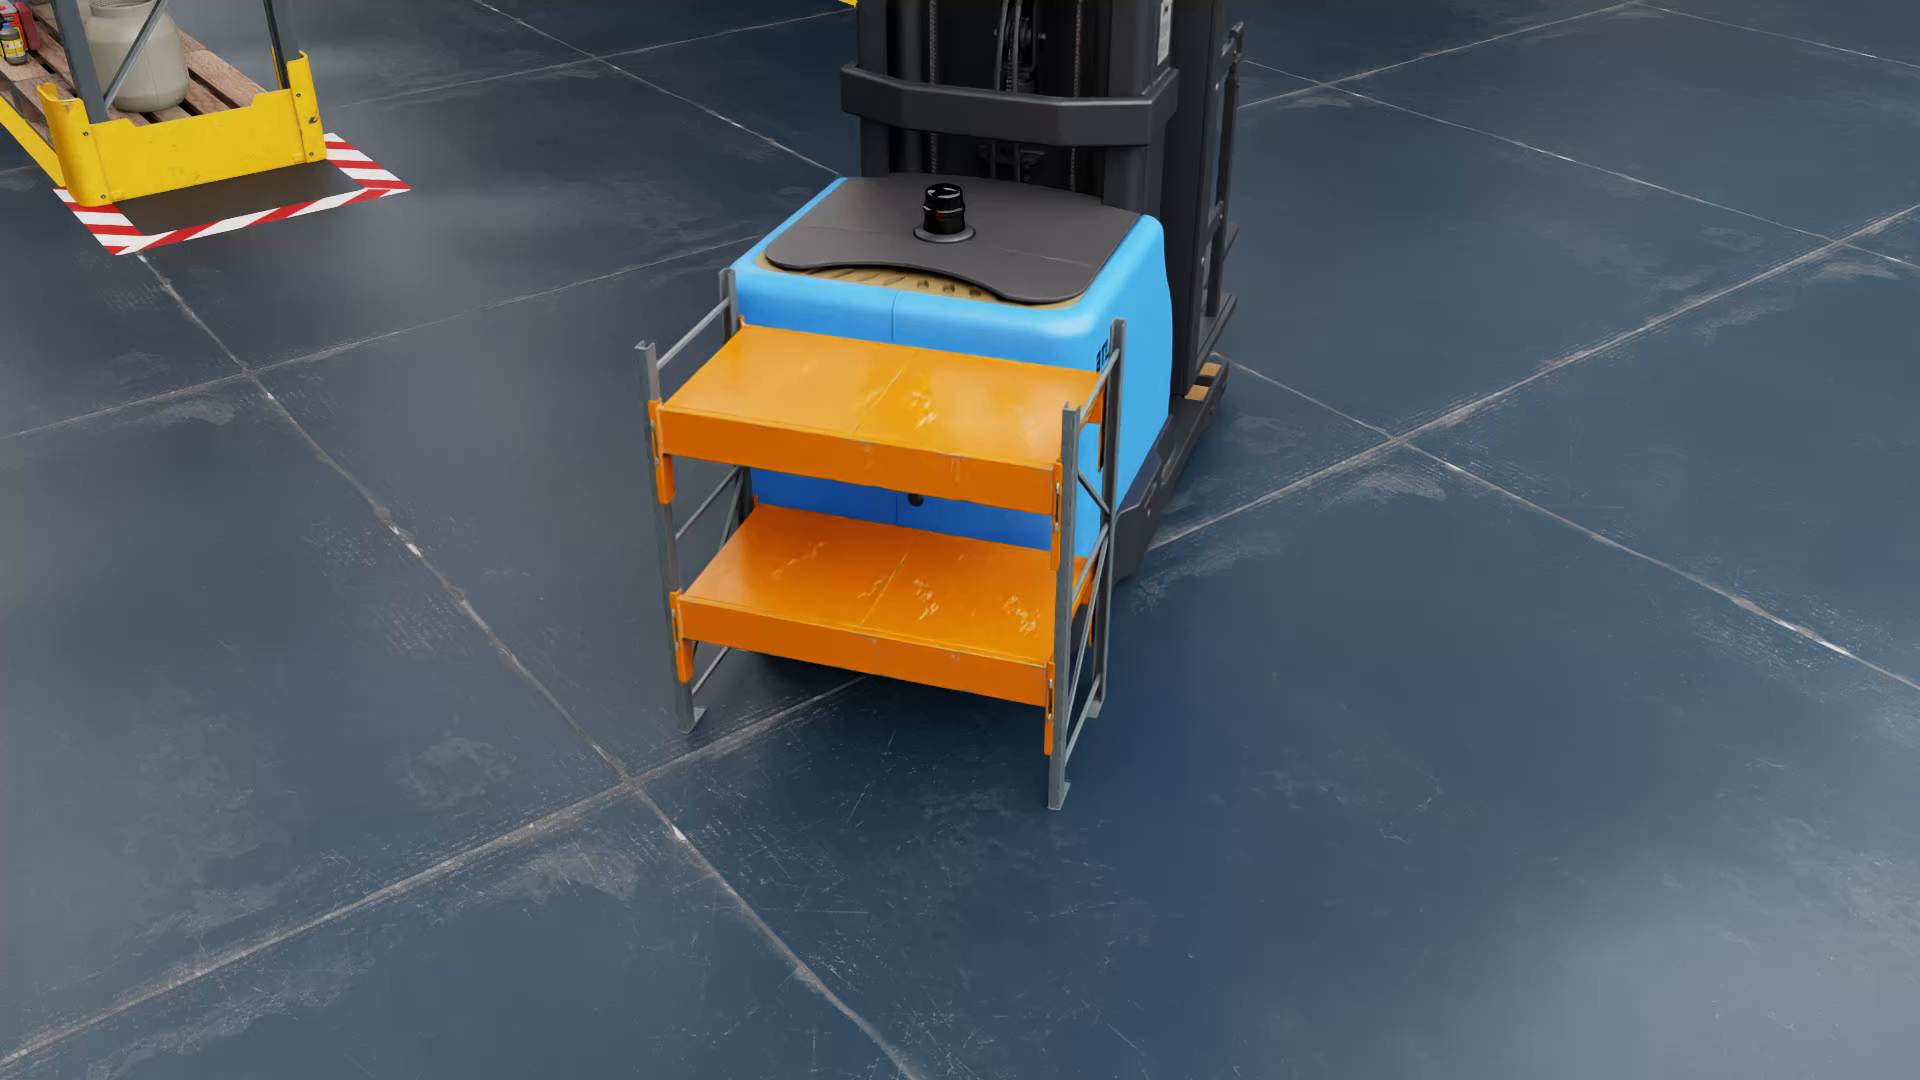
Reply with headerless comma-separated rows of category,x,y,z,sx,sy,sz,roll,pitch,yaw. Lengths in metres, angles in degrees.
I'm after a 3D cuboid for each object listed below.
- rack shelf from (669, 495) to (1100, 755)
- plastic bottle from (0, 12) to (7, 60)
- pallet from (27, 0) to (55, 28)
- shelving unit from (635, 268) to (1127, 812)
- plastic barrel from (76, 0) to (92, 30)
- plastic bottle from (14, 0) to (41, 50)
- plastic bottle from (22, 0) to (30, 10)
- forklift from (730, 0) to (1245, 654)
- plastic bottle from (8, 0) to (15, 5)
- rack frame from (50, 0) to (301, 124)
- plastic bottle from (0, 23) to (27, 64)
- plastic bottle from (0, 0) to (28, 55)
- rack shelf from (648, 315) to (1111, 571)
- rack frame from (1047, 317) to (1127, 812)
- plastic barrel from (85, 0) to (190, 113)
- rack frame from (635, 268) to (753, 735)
rack shelf,-0.176,0.201,4.324,1.000,0.278,0.538,9,33,15
plastic bottle,-5.190,-2.754,8.999,0.061,0.283,0.133,-21,38,-30
pallet,-5.705,-3.244,10.273,1.003,0.211,1.213,-22,38,-31
shelving unit,-0.176,-0.007,4.195,1.048,1.125,0.538,9,33,15
plastic barrel,-4.403,-2.635,8.610,0.421,0.512,0.421,0,32,0
plastic bottle,-5.153,-2.860,9.170,0.061,0.283,0.133,-22,38,-31
plastic bottle,-5.439,-3.084,9.537,0.152,0.276,0.135,-22,38,-31
forklift,0.333,-1.689,5.192,1.130,2.935,3.031,11,33,17
plastic bottle,-5.358,-2.974,9.430,0.097,0.201,0.097,0,32,0
rack frame,-3.631,-3.055,7.326,1.000,3.000,0.127,-22,38,-31
plastic bottle,-5.104,-2.677,8.952,0.097,0.201,0.097,0,32,0
plastic bottle,-5.237,-2.822,9.116,0.152,0.276,0.135,-22,38,-31
rack shelf,-0.176,-0.256,4.041,1.000,0.278,0.538,9,33,15
rack frame,0.309,0.074,4.065,0.032,1.125,0.500,9,33,15
plastic barrel,-4.095,-2.426,8.273,0.421,0.512,0.421,0,32,0
rack frame,-0.661,-0.088,4.325,0.032,1.125,0.500,9,33,15
